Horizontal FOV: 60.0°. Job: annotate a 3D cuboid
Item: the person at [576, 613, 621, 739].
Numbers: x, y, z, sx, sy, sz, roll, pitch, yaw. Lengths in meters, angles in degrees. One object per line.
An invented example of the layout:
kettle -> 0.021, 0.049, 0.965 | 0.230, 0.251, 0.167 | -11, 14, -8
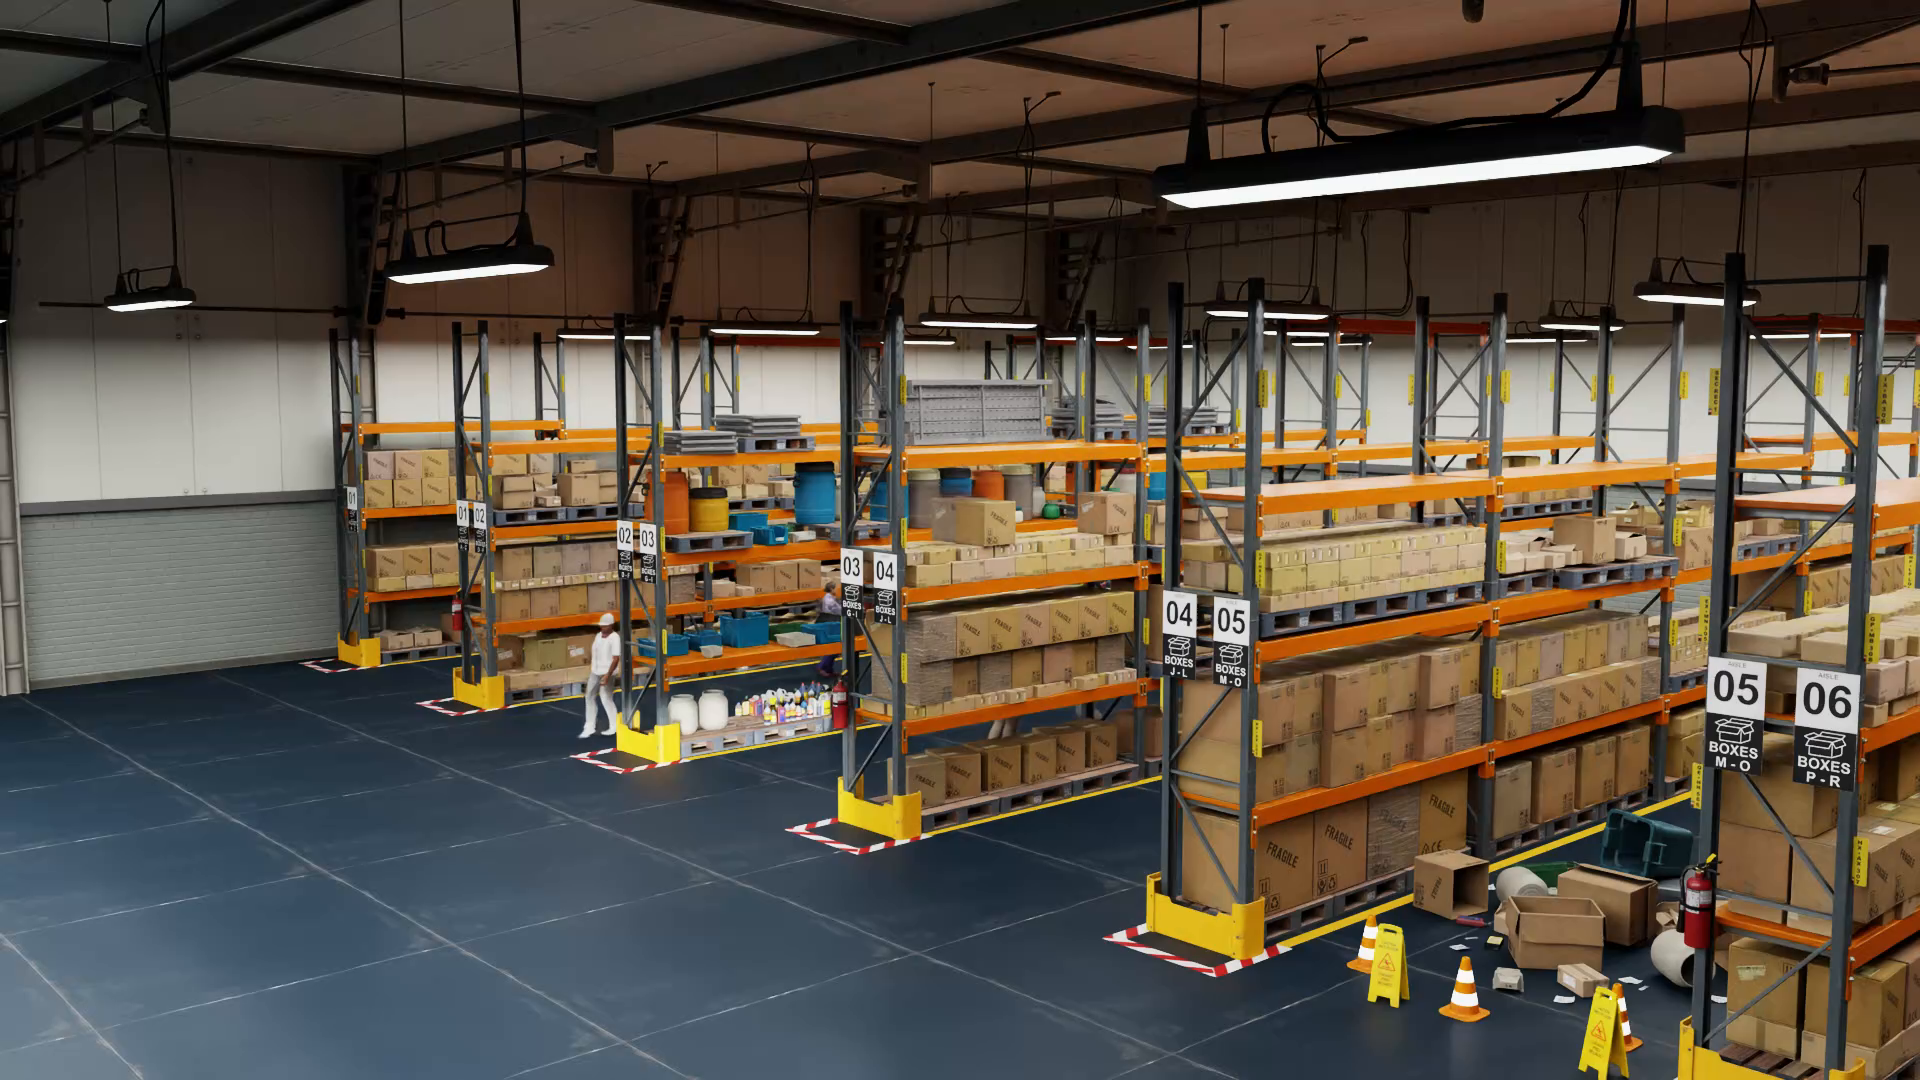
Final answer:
person -> -5.162, 1.954, 23.807 | 0.596, 1.811, 0.611 | 5, 7, 39

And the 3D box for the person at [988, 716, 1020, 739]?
person -> 0.634, 2.095, 22.355 | 0.475, 1.726, 0.658 | -5, 8, -43

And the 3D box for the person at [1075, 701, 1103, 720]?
person -> 1.846, 2.066, 23.419 | 0.758, 1.582, 0.610 | -3, 7, -30

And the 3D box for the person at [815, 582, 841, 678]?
person -> -2.271, 1.538, 28.500 | 0.477, 1.645, 0.526 | -1, 6, -12
